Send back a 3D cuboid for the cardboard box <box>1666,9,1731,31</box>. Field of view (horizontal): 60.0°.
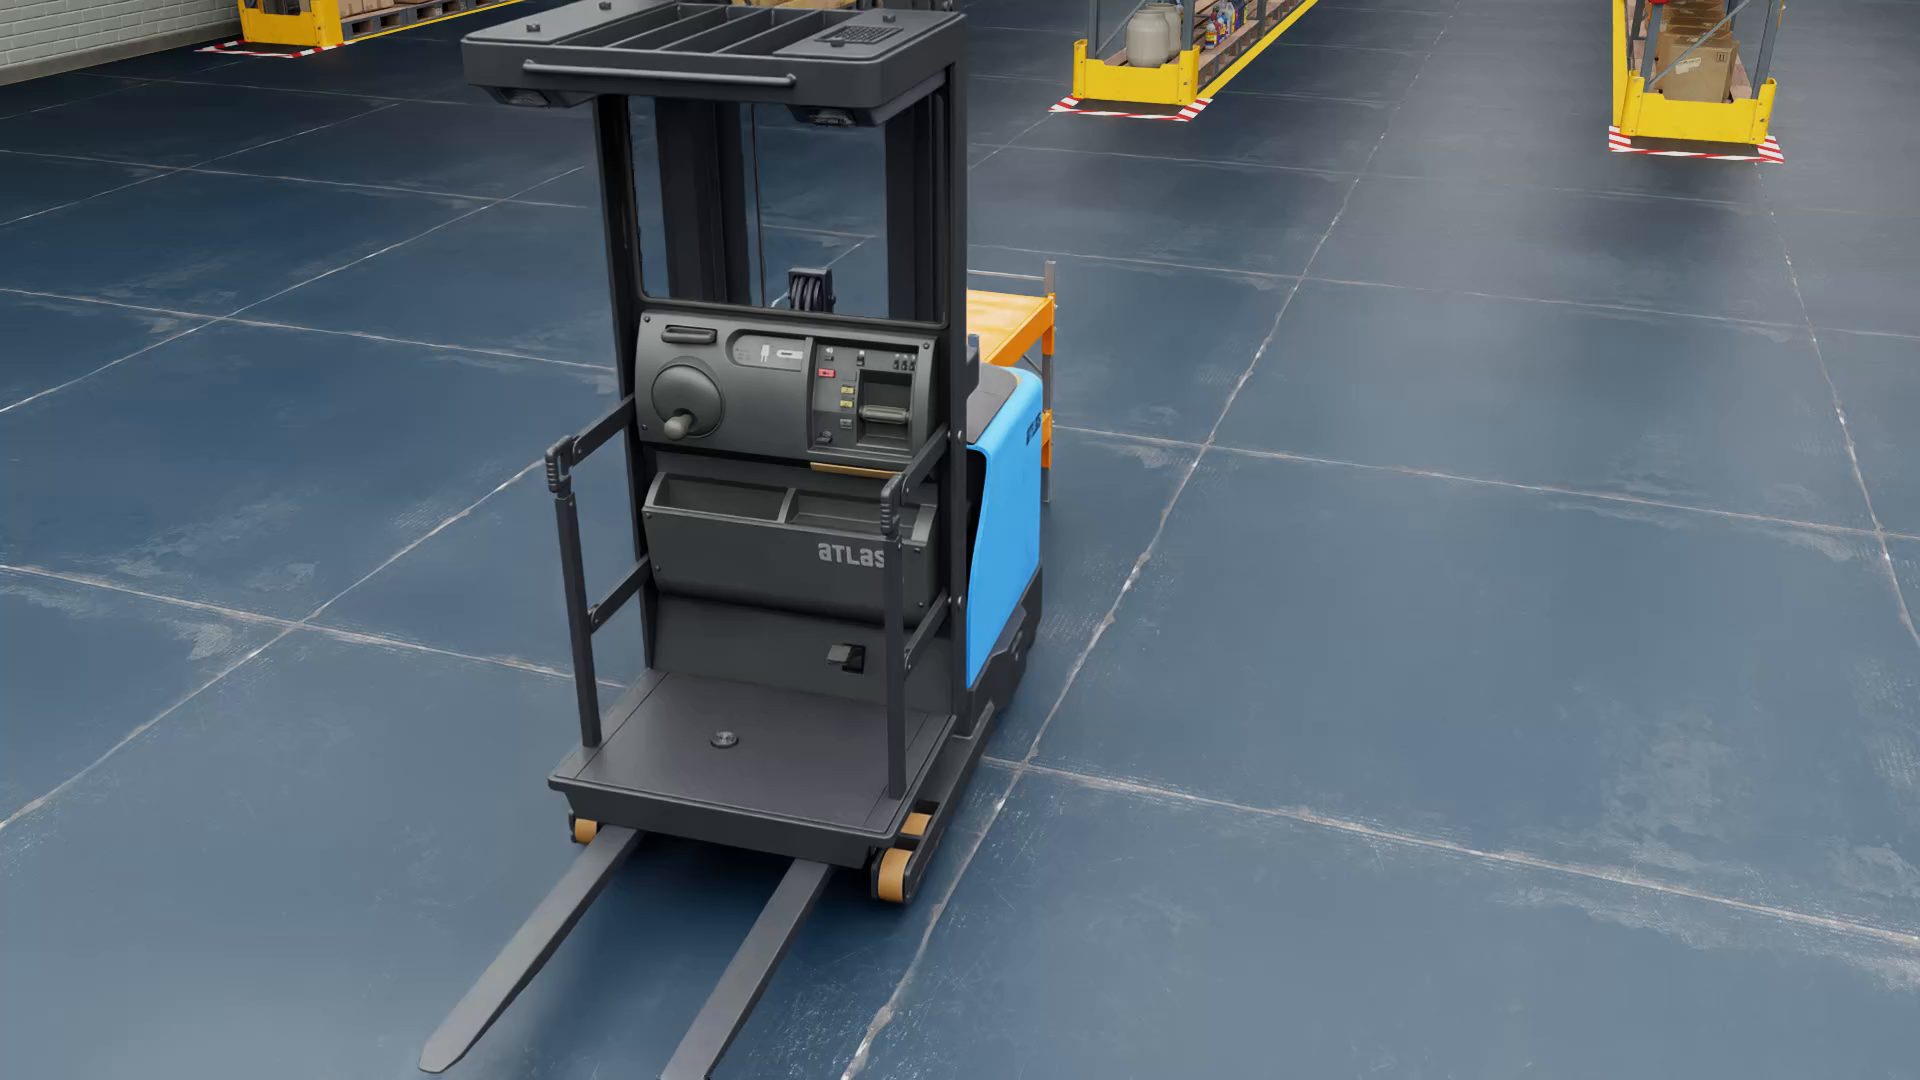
[{"bbox_3d":[7.217,-4.906,16.327,0.500,0.500,0.500,6,27,13],"label":"cardboard box"}]

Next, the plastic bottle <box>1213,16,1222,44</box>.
[{"bbox_3d":[2.713,-5.389,17.564,0.097,0.271,0.097,0,26,0],"label":"plastic bottle"}]

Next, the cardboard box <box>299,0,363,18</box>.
[{"bbox_3d":[-7.325,-6.274,19.346,0.500,0.311,0.500,6,26,12],"label":"cardboard box"}]

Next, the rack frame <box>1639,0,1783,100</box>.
[{"bbox_3d":[6.373,-4.860,13.845,1.000,3.000,0.127,9,27,17],"label":"rack frame"}]

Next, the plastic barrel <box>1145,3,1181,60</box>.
[{"bbox_3d":[2.016,-5.135,16.786,0.421,0.512,0.421,0,26,0],"label":"plastic barrel"}]

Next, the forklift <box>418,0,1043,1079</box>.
[{"bbox_3d":[-0.585,-0.419,4.752,1.130,2.935,3.031,7,27,15],"label":"forklift"}]

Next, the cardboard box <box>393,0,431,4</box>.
[{"bbox_3d":[-6.844,-6.887,20.396,0.700,0.500,0.500,7,27,14],"label":"cardboard box"}]

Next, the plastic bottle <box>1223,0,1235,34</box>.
[{"bbox_3d":[2.919,-5.709,18.135,0.144,0.351,0.185,9,27,17],"label":"plastic bottle"}]

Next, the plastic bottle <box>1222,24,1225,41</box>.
[{"bbox_3d":[2.779,-5.439,17.748,0.097,0.201,0.097,0,26,0],"label":"plastic bottle"}]

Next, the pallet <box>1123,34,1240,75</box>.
[{"bbox_3d":[2.366,-5.194,17.735,1.003,0.211,1.213,9,27,17],"label":"pallet"}]

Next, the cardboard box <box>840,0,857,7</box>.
[{"bbox_3d":[-1.585,-6.671,20.259,0.500,0.250,0.500,9,27,17],"label":"cardboard box"}]

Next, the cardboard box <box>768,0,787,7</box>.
[{"bbox_3d":[-2.261,-6.188,18.401,0.500,0.500,0.500,9,27,17],"label":"cardboard box"}]

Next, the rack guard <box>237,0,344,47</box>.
[{"bbox_3d":[-7.615,-5.921,18.905,1.175,0.500,0.348,9,27,17],"label":"rack guard"}]

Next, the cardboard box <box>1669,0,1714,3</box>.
[{"bbox_3d":[7.533,-5.409,17.366,0.500,0.500,0.500,8,27,16],"label":"cardboard box"}]

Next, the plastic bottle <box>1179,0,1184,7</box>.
[{"bbox_3d":[2.509,-5.935,18.601,0.144,0.351,0.185,9,27,17],"label":"plastic bottle"}]

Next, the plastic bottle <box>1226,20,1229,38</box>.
[{"bbox_3d":[2.848,-5.524,17.922,0.097,0.201,0.097,0,26,0],"label":"plastic bottle"}]

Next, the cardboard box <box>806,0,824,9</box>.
[{"bbox_3d":[-1.913,-6.259,19.409,0.500,0.250,0.500,9,27,17],"label":"cardboard box"}]

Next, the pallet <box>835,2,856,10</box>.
[{"bbox_3d":[-1.941,-6.366,20.155,1.003,0.211,1.213,9,27,17],"label":"pallet"}]

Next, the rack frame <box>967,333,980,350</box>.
[{"bbox_3d":[-0.167,-0.300,6.579,0.500,1.125,0.032,9,27,17],"label":"rack frame"}]

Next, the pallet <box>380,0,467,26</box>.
[{"bbox_3d":[-6.904,-6.619,20.679,1.003,0.211,1.213,9,27,17],"label":"pallet"}]

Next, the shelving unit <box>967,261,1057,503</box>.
[{"bbox_3d":[0.002,-0.509,7.011,0.538,1.125,1.048,9,27,17],"label":"shelving unit"}]

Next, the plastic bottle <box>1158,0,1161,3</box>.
[{"bbox_3d":[2.169,-5.704,18.123,0.144,0.351,0.185,9,27,17],"label":"plastic bottle"}]

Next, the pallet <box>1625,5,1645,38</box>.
[{"bbox_3d":[8.366,-6.072,19.548,1.003,0.211,1.213,9,27,17],"label":"pallet"}]

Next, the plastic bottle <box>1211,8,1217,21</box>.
[{"bbox_3d":[2.761,-5.628,18.044,0.061,0.283,0.133,9,27,17],"label":"plastic bottle"}]

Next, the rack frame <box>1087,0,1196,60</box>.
[{"bbox_3d":[1.702,-5.578,15.328,1.000,3.000,0.127,9,27,17],"label":"rack frame"}]

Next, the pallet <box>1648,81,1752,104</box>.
[{"bbox_3d":[6.702,-3.965,15.196,1.003,0.211,1.213,9,27,17],"label":"pallet"}]

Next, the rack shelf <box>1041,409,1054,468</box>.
[{"bbox_3d":[0.002,-0.289,7.117,0.538,0.278,1.000,9,27,17],"label":"rack shelf"}]

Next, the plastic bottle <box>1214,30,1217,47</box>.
[{"bbox_3d":[2.634,-5.259,17.376,0.097,0.201,0.097,0,26,0],"label":"plastic bottle"}]

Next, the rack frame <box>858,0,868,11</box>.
[{"bbox_3d":[-1.637,-7.942,20.210,1.000,3.000,0.127,9,27,17],"label":"rack frame"}]

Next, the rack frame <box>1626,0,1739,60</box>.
[{"bbox_3d":[7.704,-6.503,17.240,1.000,3.000,0.127,9,27,17],"label":"rack frame"}]

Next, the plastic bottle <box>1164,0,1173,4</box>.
[{"bbox_3d":[2.310,-5.878,18.484,0.144,0.351,0.185,8,27,15],"label":"plastic bottle"}]

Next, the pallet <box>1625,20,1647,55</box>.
[{"bbox_3d":[7.961,-5.569,18.509,1.003,0.211,1.213,9,27,17],"label":"pallet"}]

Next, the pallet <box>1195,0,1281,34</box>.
[{"bbox_3d":[3.258,-6.295,20.009,1.003,0.211,1.213,9,27,17],"label":"pallet"}]

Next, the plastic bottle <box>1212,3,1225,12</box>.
[{"bbox_3d":[2.879,-5.820,18.448,0.152,0.276,0.135,9,27,17],"label":"plastic bottle"}]

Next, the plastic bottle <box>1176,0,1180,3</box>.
[{"bbox_3d":[2.432,-5.990,18.799,0.152,0.276,0.135,10,27,19],"label":"plastic bottle"}]

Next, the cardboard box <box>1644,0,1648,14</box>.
[{"bbox_3d":[8.291,-6.249,19.078,0.700,0.500,0.500,6,27,13],"label":"cardboard box"}]

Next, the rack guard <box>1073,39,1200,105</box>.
[{"bbox_3d":[1.683,-4.491,15.952,1.175,0.500,0.348,9,27,17],"label":"rack guard"}]

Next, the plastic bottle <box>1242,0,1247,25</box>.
[{"bbox_3d":[3.184,-5.952,18.712,0.061,0.283,0.133,10,28,20],"label":"plastic bottle"}]

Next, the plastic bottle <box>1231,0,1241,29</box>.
[{"bbox_3d":[3.027,-5.842,18.409,0.144,0.351,0.185,7,27,15],"label":"plastic bottle"}]

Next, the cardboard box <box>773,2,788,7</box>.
[{"bbox_3d":[-2.250,-5.849,18.561,0.500,0.250,0.500,9,27,17],"label":"cardboard box"}]

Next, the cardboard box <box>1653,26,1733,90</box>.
[{"bbox_3d":[6.763,-4.428,15.341,0.500,0.500,0.500,17,30,31],"label":"cardboard box"}]

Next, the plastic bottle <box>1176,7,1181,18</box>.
[{"bbox_3d":[2.317,-5.659,18.116,0.152,0.276,0.135,9,27,17],"label":"plastic bottle"}]

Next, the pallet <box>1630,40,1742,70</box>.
[{"bbox_3d":[7.514,-4.967,17.267,1.003,0.211,1.213,9,27,17],"label":"pallet"}]

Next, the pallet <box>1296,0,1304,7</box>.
[{"bbox_3d":[4.070,-7.298,22.080,1.003,0.211,1.213,9,27,17],"label":"pallet"}]
